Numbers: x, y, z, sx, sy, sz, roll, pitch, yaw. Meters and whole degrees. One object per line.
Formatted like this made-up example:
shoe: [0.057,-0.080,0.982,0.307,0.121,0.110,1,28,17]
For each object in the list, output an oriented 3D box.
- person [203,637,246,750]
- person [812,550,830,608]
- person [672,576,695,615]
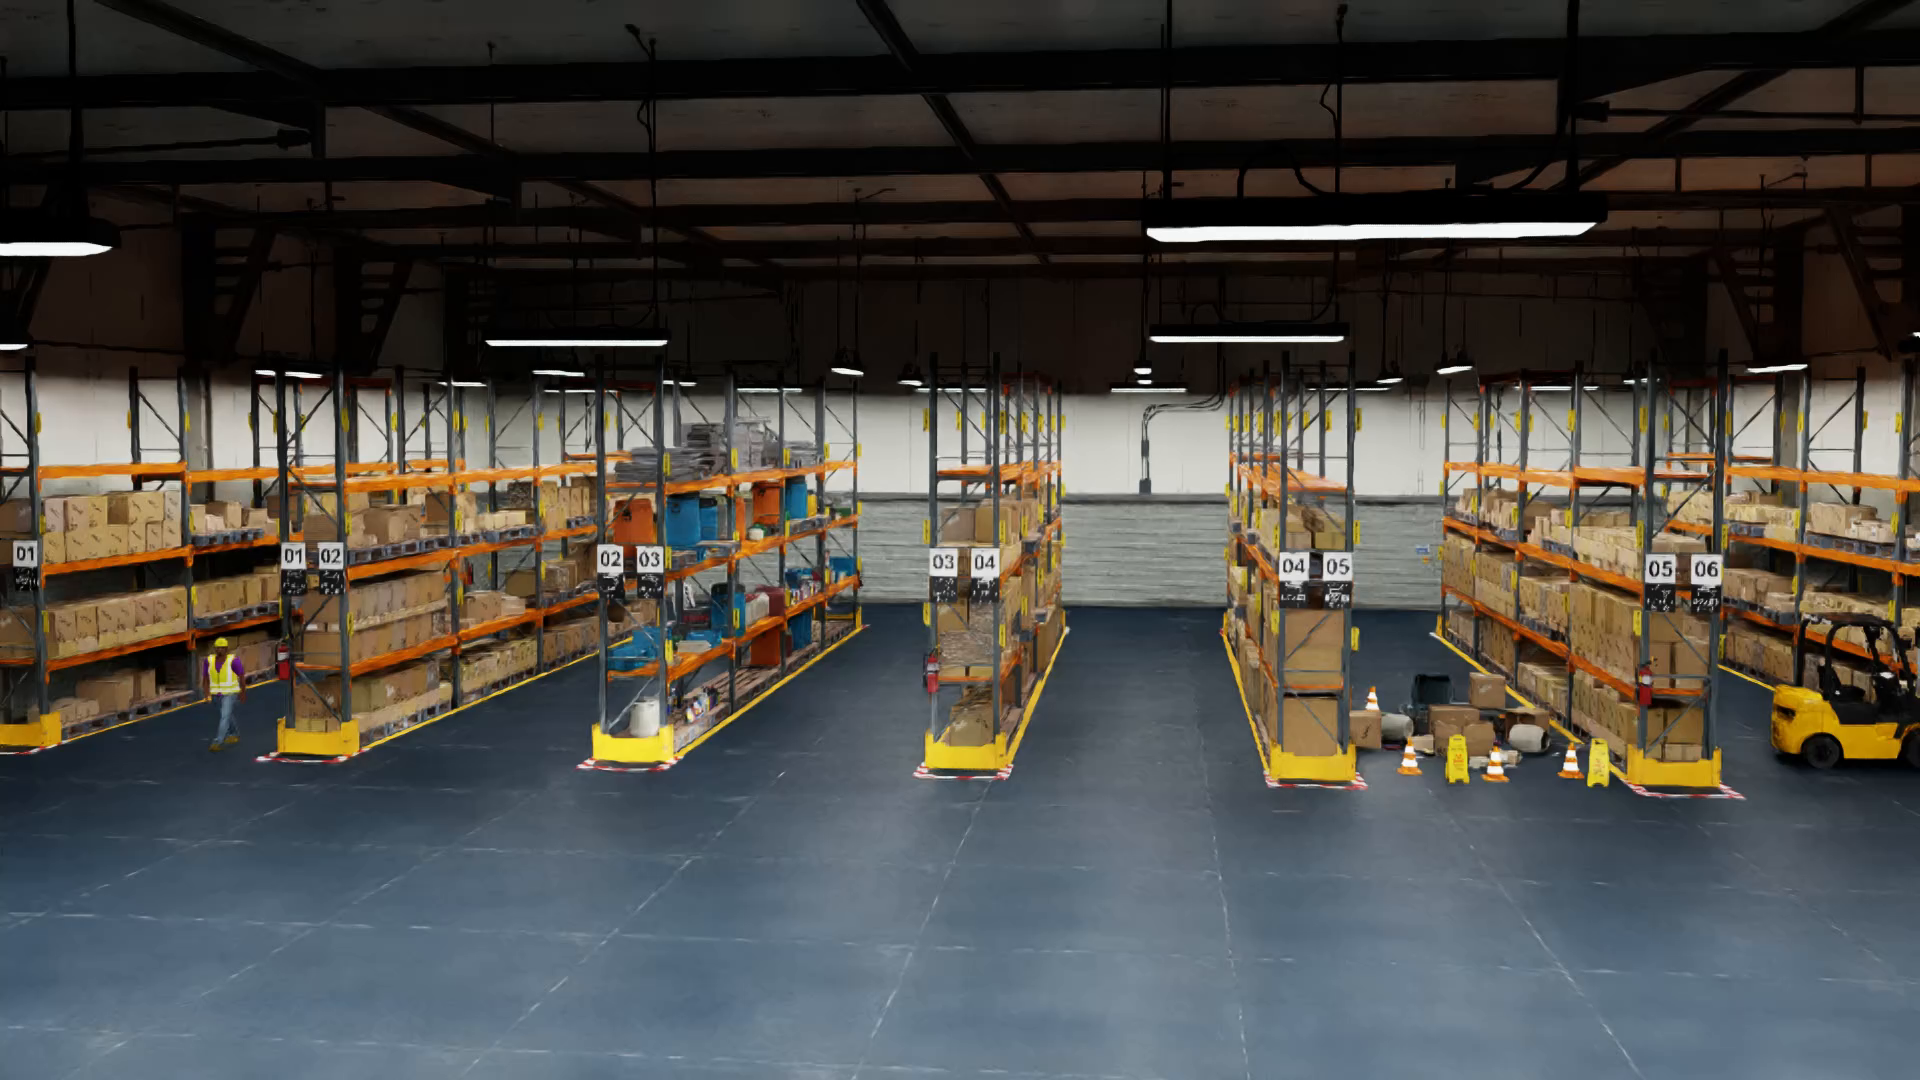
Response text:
person: [-11.289,2.327,25.453,0.576,1.695,1.041,0,4,4]
person: [-3.731,1.048,44.704,0.588,1.588,0.470,-3,5,-37]
person: [-6.328,1.508,37.917,0.495,1.589,1.086,1,4,9]
